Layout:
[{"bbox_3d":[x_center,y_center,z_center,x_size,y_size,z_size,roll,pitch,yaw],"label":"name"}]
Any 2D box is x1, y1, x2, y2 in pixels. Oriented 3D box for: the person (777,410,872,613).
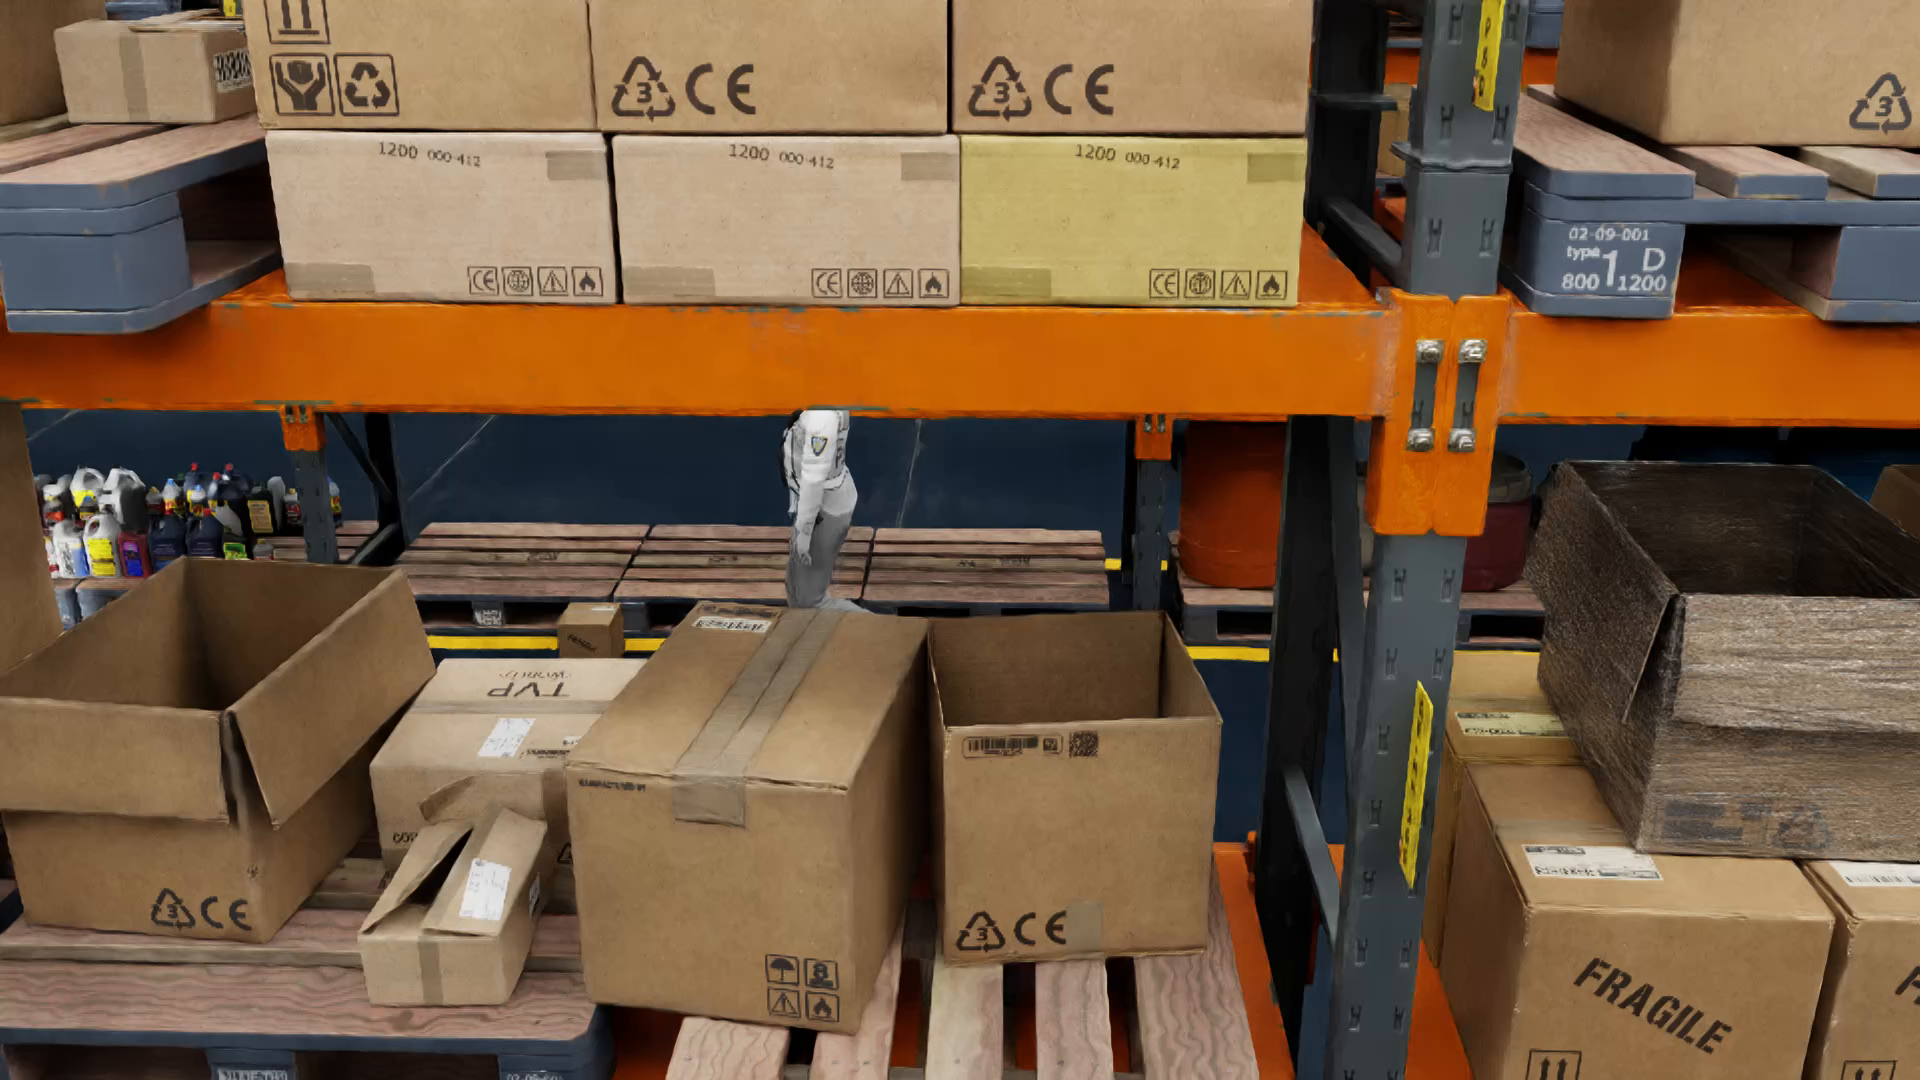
[{"bbox_3d":[-0.577,-0.113,7.342,0.766,1.651,0.523,2,21,5],"label":"person"}]
